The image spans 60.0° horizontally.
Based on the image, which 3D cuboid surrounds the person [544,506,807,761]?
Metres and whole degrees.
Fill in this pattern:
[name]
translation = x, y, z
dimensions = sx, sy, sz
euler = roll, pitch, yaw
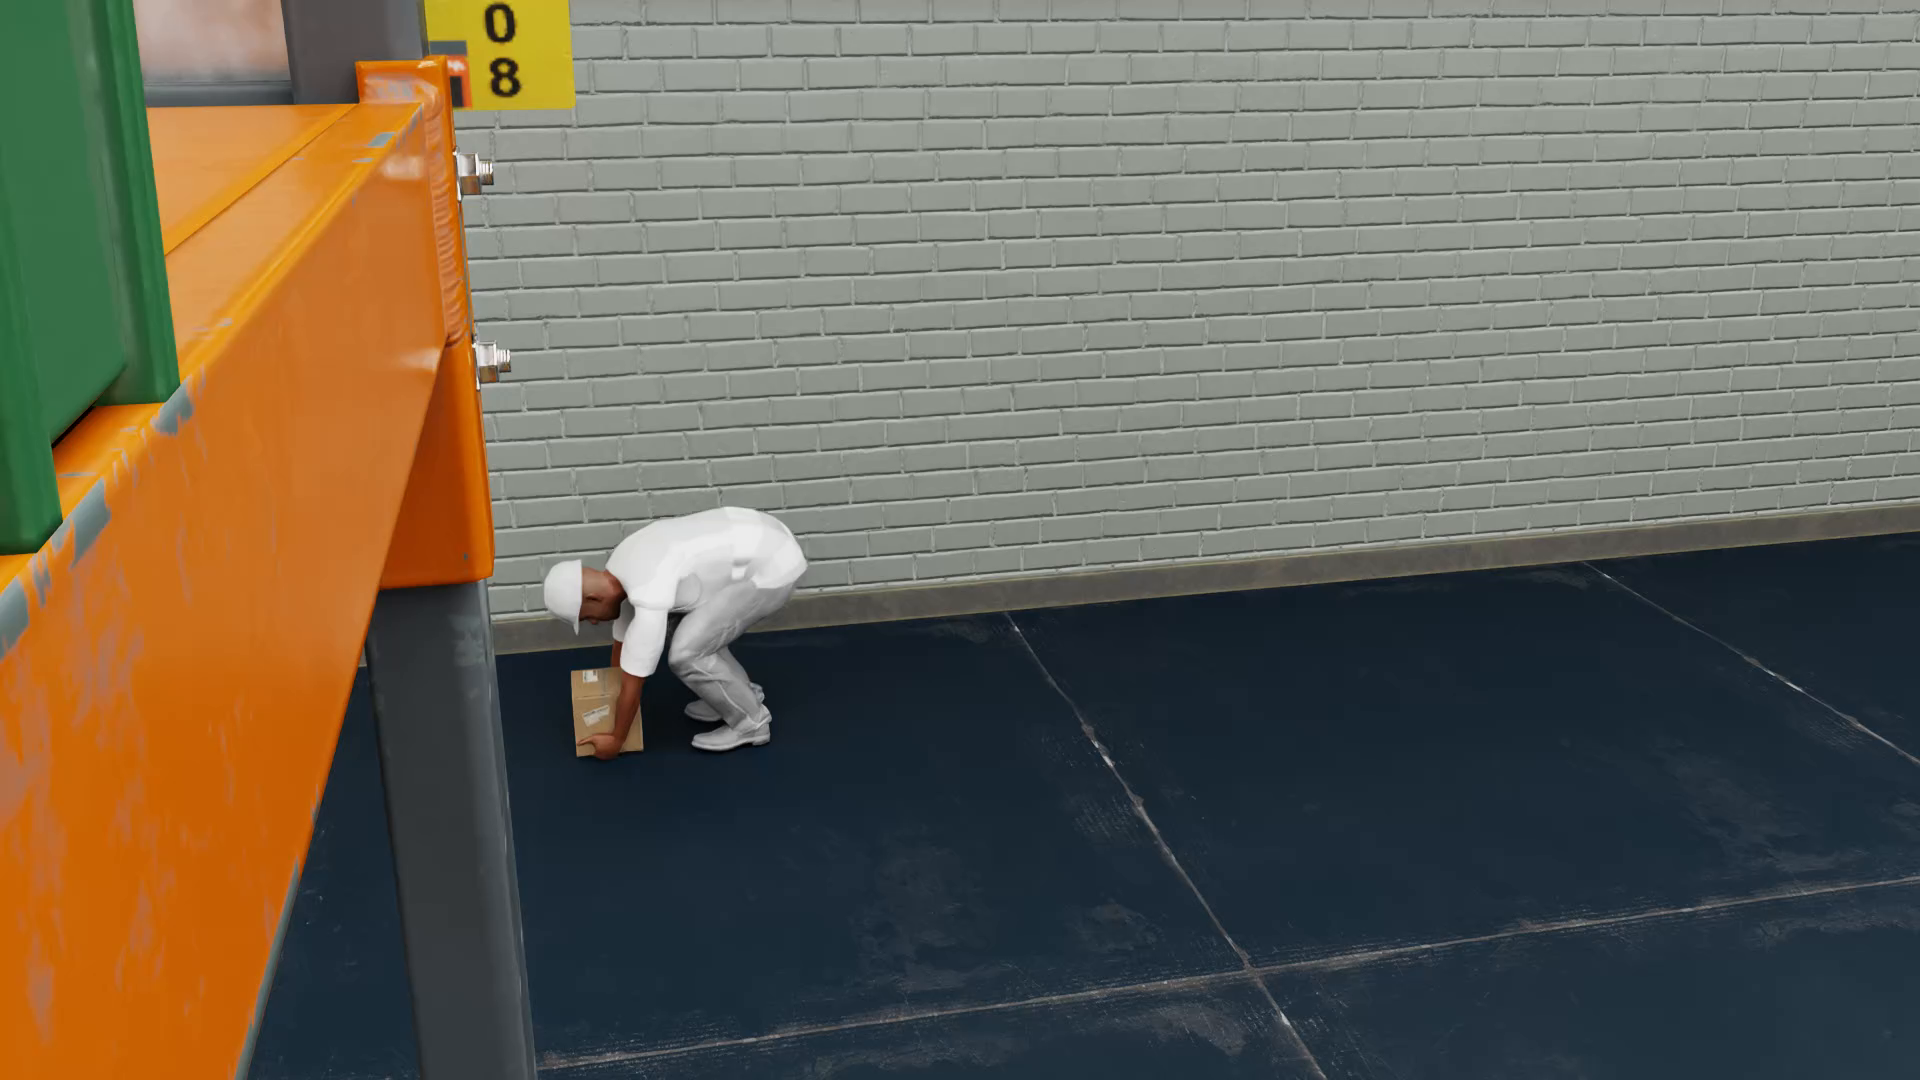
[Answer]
[person]
translation = -1.074, 0.347, 6.365
dimensions = 0.977, 0.907, 0.511
euler = -5, 20, -15
